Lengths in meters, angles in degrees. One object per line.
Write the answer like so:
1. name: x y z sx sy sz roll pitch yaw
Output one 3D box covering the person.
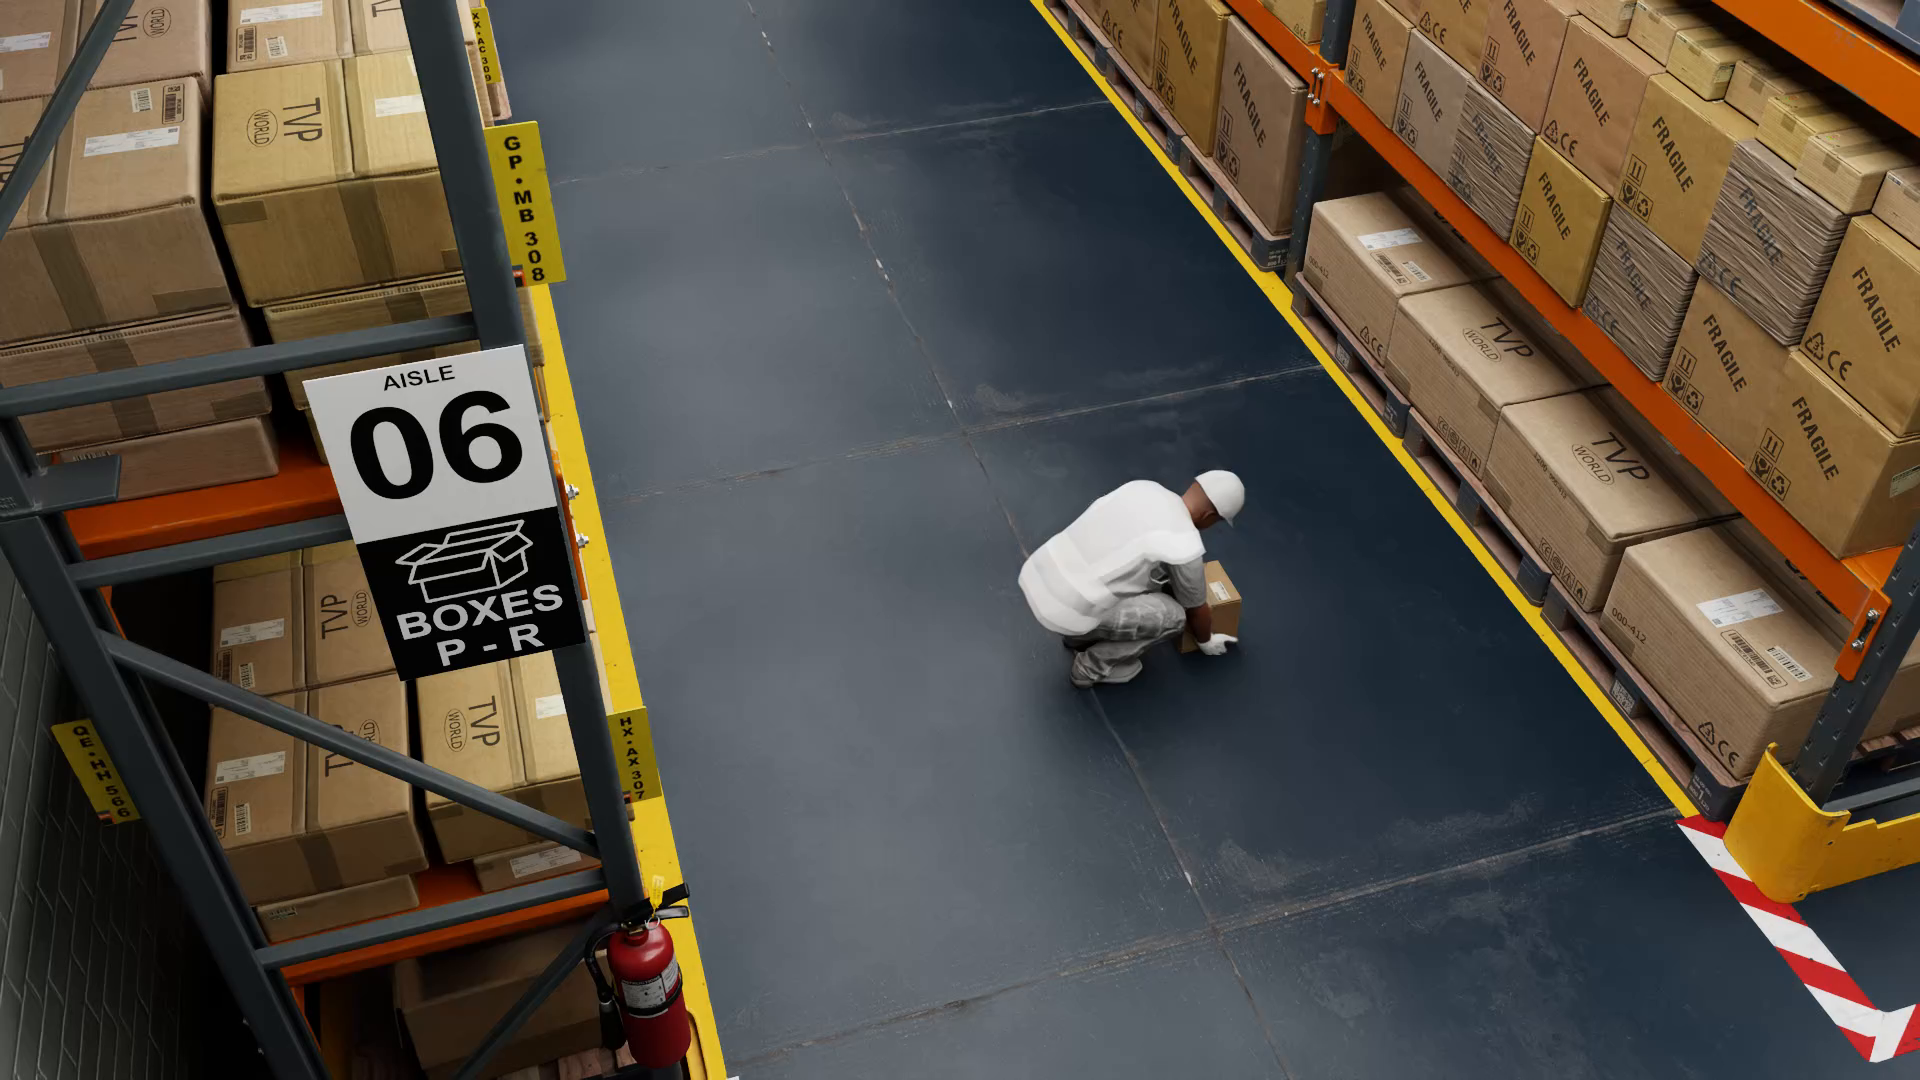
1. person: 0.701 0.164 6.768 0.937 0.876 0.575 -12 43 -13
